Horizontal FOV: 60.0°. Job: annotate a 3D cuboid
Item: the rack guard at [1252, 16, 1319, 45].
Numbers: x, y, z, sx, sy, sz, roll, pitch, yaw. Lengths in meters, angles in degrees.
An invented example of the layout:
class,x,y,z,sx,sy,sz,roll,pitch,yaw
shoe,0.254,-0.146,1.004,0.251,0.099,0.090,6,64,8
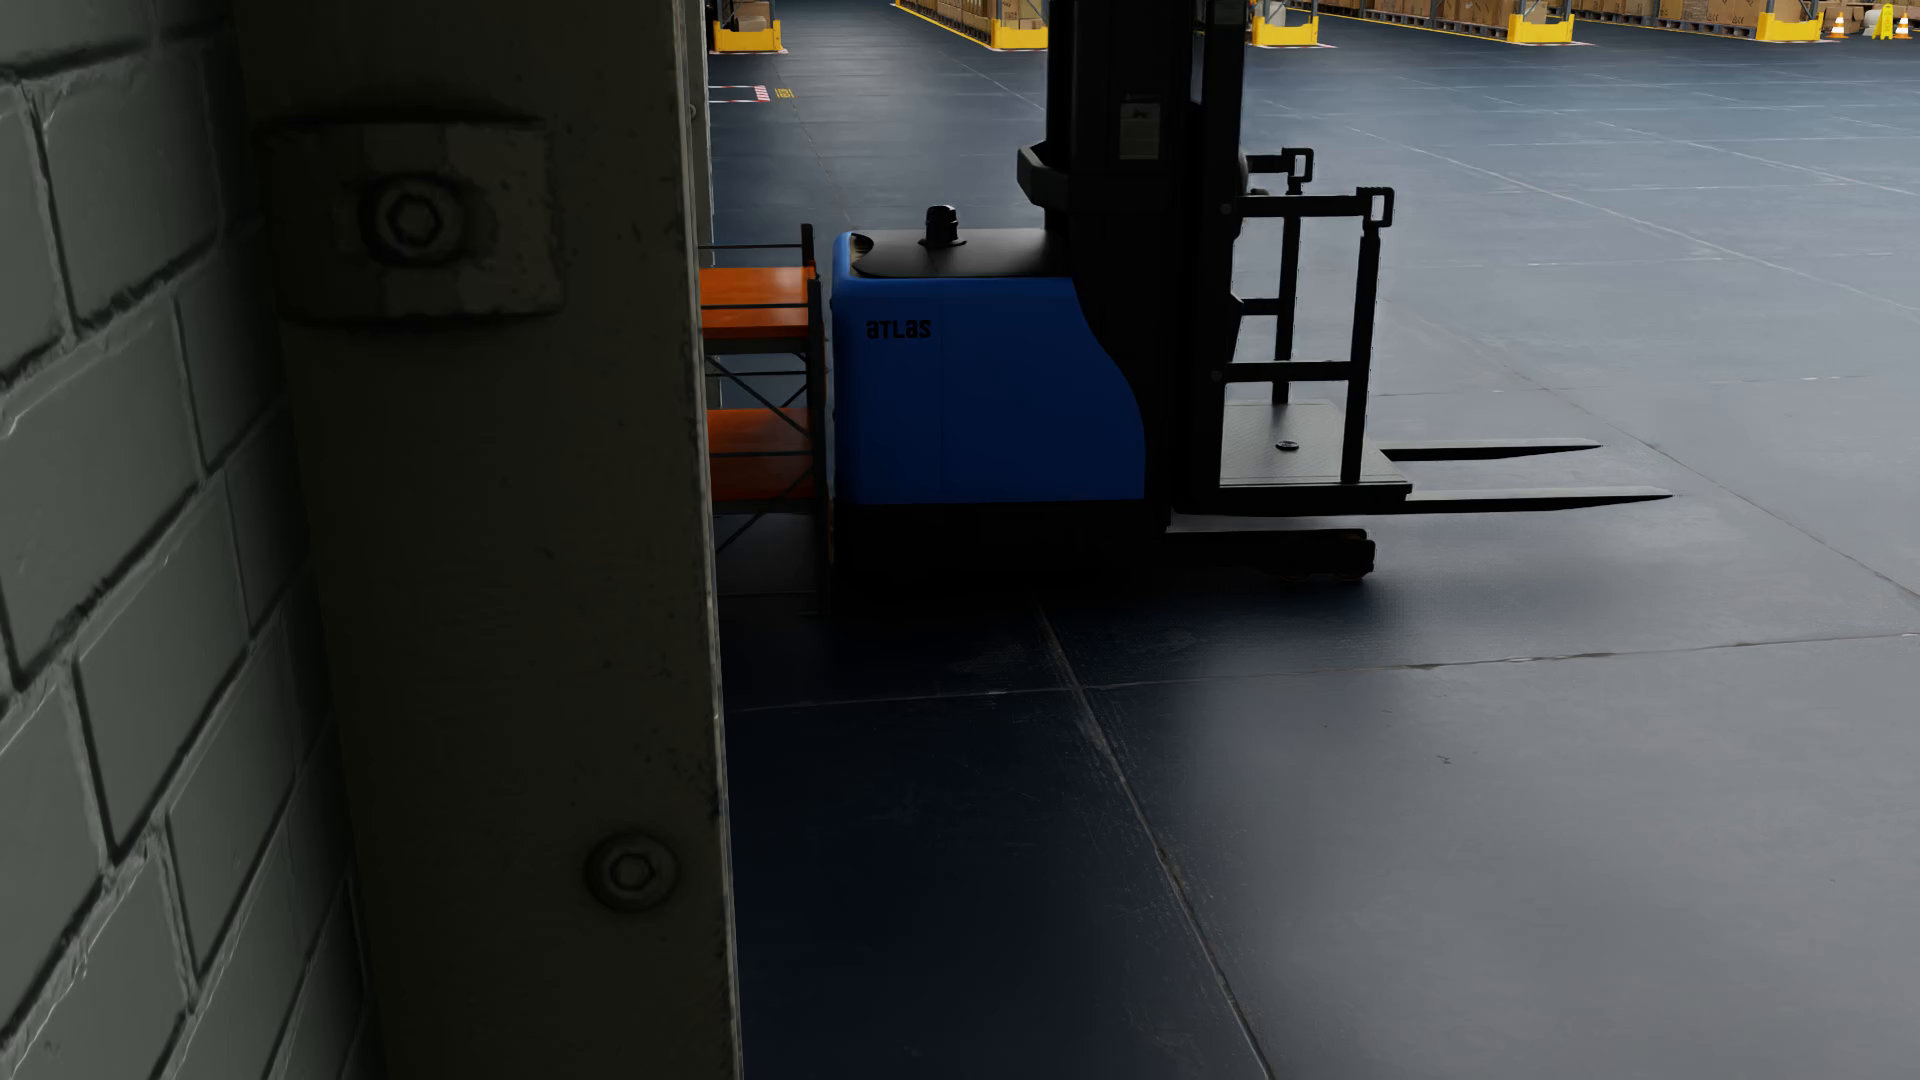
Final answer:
class,x,y,z,sx,sy,sz,roll,pitch,yaw
rack guard,5.996,-9.402,30.674,1.175,0.500,0.348,-3,21,-8

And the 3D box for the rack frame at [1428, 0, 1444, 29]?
class,x,y,z,sx,sy,sz,roll,pitch,yaw
rack frame,10.379,-12.184,34.550,1.000,3.000,0.127,-3,21,-8

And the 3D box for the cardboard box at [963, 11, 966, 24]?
class,x,y,z,sx,sy,sz,roll,pitch,yaw
cardboard box,0.342,-10.418,33.152,0.500,0.250,0.500,-3,21,-8

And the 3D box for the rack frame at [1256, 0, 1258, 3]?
class,x,y,z,sx,sy,sz,roll,pitch,yaw
rack frame,8.649,-16.338,45.674,1.000,3.000,0.127,-3,21,-8

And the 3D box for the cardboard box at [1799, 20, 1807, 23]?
class,x,y,z,sx,sy,sz,roll,pitch,yaw
cardboard box,17.372,-10.616,34.259,0.396,0.266,0.258,1,20,2

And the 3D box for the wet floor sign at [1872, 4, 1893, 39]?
class,x,y,z,sx,sy,sz,roll,pitch,yaw
wet floor sign,17.841,-10.001,32.070,0.267,0.644,0.232,-7,21,-17

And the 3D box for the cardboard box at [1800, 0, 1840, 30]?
class,x,y,z,sx,sy,sz,roll,pitch,yaw
cardboard box,17.860,-10.996,34.745,0.797,0.637,0.503,-3,21,-8

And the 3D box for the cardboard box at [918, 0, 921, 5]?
class,x,y,z,sx,sy,sz,roll,pitch,yaw
cardboard box,-0.749,-13.310,40.511,0.500,0.500,0.500,-4,21,-10

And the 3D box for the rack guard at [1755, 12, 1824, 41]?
class,x,y,z,sx,sy,sz,roll,pitch,yaw
rack guard,15.881,-9.835,31.833,1.175,0.500,0.348,-3,21,-8

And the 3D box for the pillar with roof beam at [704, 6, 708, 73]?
class,x,y,z,sx,sy,sz,roll,pitch,yaw
pillar with roof beam,0.418,-11.198,23.337,9.100,9.000,0.400,-3,21,-8

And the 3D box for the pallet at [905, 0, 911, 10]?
class,x,y,z,sx,sy,sz,roll,pitch,yaw
pallet,-0.855,-13.810,42.890,1.003,0.211,1.213,-3,21,-8

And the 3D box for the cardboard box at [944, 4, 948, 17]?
class,x,y,z,sx,sy,sz,roll,pitch,yaw
cardboard box,-0.062,-11.429,35.859,0.500,0.250,0.500,-3,21,-9

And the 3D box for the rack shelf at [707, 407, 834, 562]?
class,x,y,z,sx,sy,sz,roll,pitch,yaw
rack shelf,-0.735,-0.219,5.895,0.538,0.278,1.000,-2,21,-6

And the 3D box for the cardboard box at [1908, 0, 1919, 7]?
class,x,y,z,sx,sy,sz,roll,pitch,yaw
cardboard box,20.165,-11.361,34.605,0.500,0.500,0.500,-2,21,-5

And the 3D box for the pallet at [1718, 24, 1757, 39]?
class,x,y,z,sx,sy,sz,roll,pitch,yaw
pallet,15.685,-9.980,32.636,1.003,0.211,1.213,-3,21,-8

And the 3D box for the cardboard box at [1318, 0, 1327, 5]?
class,x,y,z,sx,sy,sz,roll,pitch,yaw
cardboard box,9.467,-13.625,40.845,1.225,0.875,0.875,-4,21,-10

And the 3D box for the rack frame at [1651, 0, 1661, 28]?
class,x,y,z,sx,sy,sz,roll,pitch,yaw
rack frame,15.301,-12.399,35.126,1.000,3.000,0.127,-3,21,-8

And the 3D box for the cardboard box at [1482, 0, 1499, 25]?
class,x,y,z,sx,sy,sz,roll,pitch,yaw
cardboard box,10.690,-10.464,32.919,0.500,0.500,0.500,-1,21,-3

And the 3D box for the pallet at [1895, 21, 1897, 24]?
class,x,y,z,sx,sy,sz,roll,pitch,yaw
pallet,20.071,-11.647,37.097,1.003,0.211,1.213,-3,21,-8

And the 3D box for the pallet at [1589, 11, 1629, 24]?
class,x,y,z,sx,sy,sz,roll,pitch,yaw
pallet,14.936,-11.779,37.452,1.003,0.211,1.213,-3,21,-8

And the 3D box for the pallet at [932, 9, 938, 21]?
class,x,y,z,sx,sy,sz,roll,pitch,yaw
pallet,-0.072,-12.024,38.109,1.003,0.211,1.213,-3,21,-8

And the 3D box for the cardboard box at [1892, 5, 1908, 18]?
class,x,y,z,sx,sy,sz,roll,pitch,yaw
cardboard box,20.091,-11.190,35.219,0.500,0.250,0.500,-2,21,-5

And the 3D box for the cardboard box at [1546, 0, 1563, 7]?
class,x,y,z,sx,sy,sz,roll,pitch,yaw
cardboard box,14.371,-13.024,39.773,0.500,0.500,0.500,-3,21,-8

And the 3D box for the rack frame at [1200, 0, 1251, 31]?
class,x,y,z,sx,sy,sz,roll,pitch,yaw
rack frame,5.477,-11.934,33.881,1.000,3.000,0.127,-3,21,-8

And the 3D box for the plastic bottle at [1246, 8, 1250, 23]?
class,x,y,z,sx,sy,sz,roll,pitch,yaw
plastic bottle,5.740,-10.573,33.501,0.152,0.276,0.135,-3,21,-8

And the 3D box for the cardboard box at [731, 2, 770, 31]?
class,x,y,z,sx,sy,sz,roll,pitch,yaw
cardboard box,-3.899,-9.782,31.064,0.700,0.500,0.500,-4,21,-11

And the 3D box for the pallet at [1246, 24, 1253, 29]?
class,x,y,z,sx,sy,sz,roll,pitch,yaw
pallet,5.712,-9.970,32.607,1.003,0.211,1.213,-3,21,-8

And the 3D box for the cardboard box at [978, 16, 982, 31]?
class,x,y,z,sx,sy,sz,roll,pitch,yaw
cardboard box,0.624,-9.725,31.297,0.500,0.250,0.500,-3,21,-8

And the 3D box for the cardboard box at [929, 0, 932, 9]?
class,x,y,z,sx,sy,sz,roll,pitch,yaw
cardboard box,-0.443,-12.596,38.599,0.500,0.500,0.500,-4,21,-10

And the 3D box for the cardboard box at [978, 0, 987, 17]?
class,x,y,z,sx,sy,sz,roll,pitch,yaw
cardboard box,0.621,-10.076,31.166,0.500,0.500,0.500,-3,21,-8

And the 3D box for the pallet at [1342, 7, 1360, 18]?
class,x,y,z,sx,sy,sz,roll,pitch,yaw
pallet,9.763,-12.539,39.487,1.003,0.211,1.213,-3,21,-8

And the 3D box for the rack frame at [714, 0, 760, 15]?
class,x,y,z,sx,sy,sz,roll,pitch,yaw
rack frame,-4.903,-12.819,36.251,1.000,3.000,0.127,-3,21,-8

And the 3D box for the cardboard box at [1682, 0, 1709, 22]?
class,x,y,z,sx,sy,sz,roll,pitch,yaw
cardboard box,15.456,-11.067,33.997,0.875,0.875,0.875,-3,21,-7

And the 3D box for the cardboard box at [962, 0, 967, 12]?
class,x,y,z,sx,sy,sz,roll,pitch,yaw
cardboard box,0.332,-10.769,33.020,0.500,0.500,0.500,-3,21,-8

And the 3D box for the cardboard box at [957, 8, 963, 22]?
class,x,y,z,sx,sy,sz,roll,pitch,yaw
cardboard box,0.229,-10.723,33.968,0.500,0.250,0.500,-3,21,-8

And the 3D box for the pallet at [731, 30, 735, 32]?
class,x,y,z,sx,sy,sz,roll,pitch,yaw
pallet,-4.015,-9.474,31.280,1.003,0.211,1.213,-3,21,-8

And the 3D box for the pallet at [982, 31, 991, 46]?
class,x,y,z,sx,sy,sz,roll,pitch,yaw
pallet,1.000,-9.257,30.699,1.003,0.211,1.213,-3,21,-8

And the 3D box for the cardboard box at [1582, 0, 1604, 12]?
class,x,y,z,sx,sy,sz,roll,pitch,yaw
cardboard box,14.853,-12.409,37.767,1.050,0.750,0.750,-3,21,-7

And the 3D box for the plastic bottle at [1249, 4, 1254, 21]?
class,x,y,z,sx,sy,sz,roll,pitch,yaw
plastic bottle,5.883,-10.624,33.531,0.144,0.351,0.185,-4,21,-10

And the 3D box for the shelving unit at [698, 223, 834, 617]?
class,x,y,z,sx,sy,sz,roll,pitch,yaw
shelving unit,-0.735,-0.448,5.809,0.538,1.125,1.048,-2,21,-6

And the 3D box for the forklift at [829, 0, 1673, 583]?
class,x,y,z,sx,sy,sz,roll,pitch,yaw
forklift,1.049,-1.408,5.798,3.031,2.935,1.130,-1,21,-3

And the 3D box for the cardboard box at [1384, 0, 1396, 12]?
class,x,y,z,sx,sy,sz,roll,pitch,yaw
cardboard box,10.011,-12.181,37.487,0.700,0.500,0.500,-5,21,-12

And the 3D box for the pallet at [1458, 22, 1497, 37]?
class,x,y,z,sx,sy,sz,roll,pitch,yaw
pallet,10.690,-10.223,33.286,1.003,0.211,1.213,-3,21,-8

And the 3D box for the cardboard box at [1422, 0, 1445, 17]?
class,x,y,z,sx,sy,sz,roll,pitch,yaw
cardboard box,10.311,-11.432,35.482,0.700,0.500,0.500,-5,21,-12

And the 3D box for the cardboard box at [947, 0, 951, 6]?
class,x,y,z,sx,sy,sz,roll,pitch,yaw
cardboard box,0.014,-11.509,35.272,0.500,0.311,0.500,-3,21,-8
